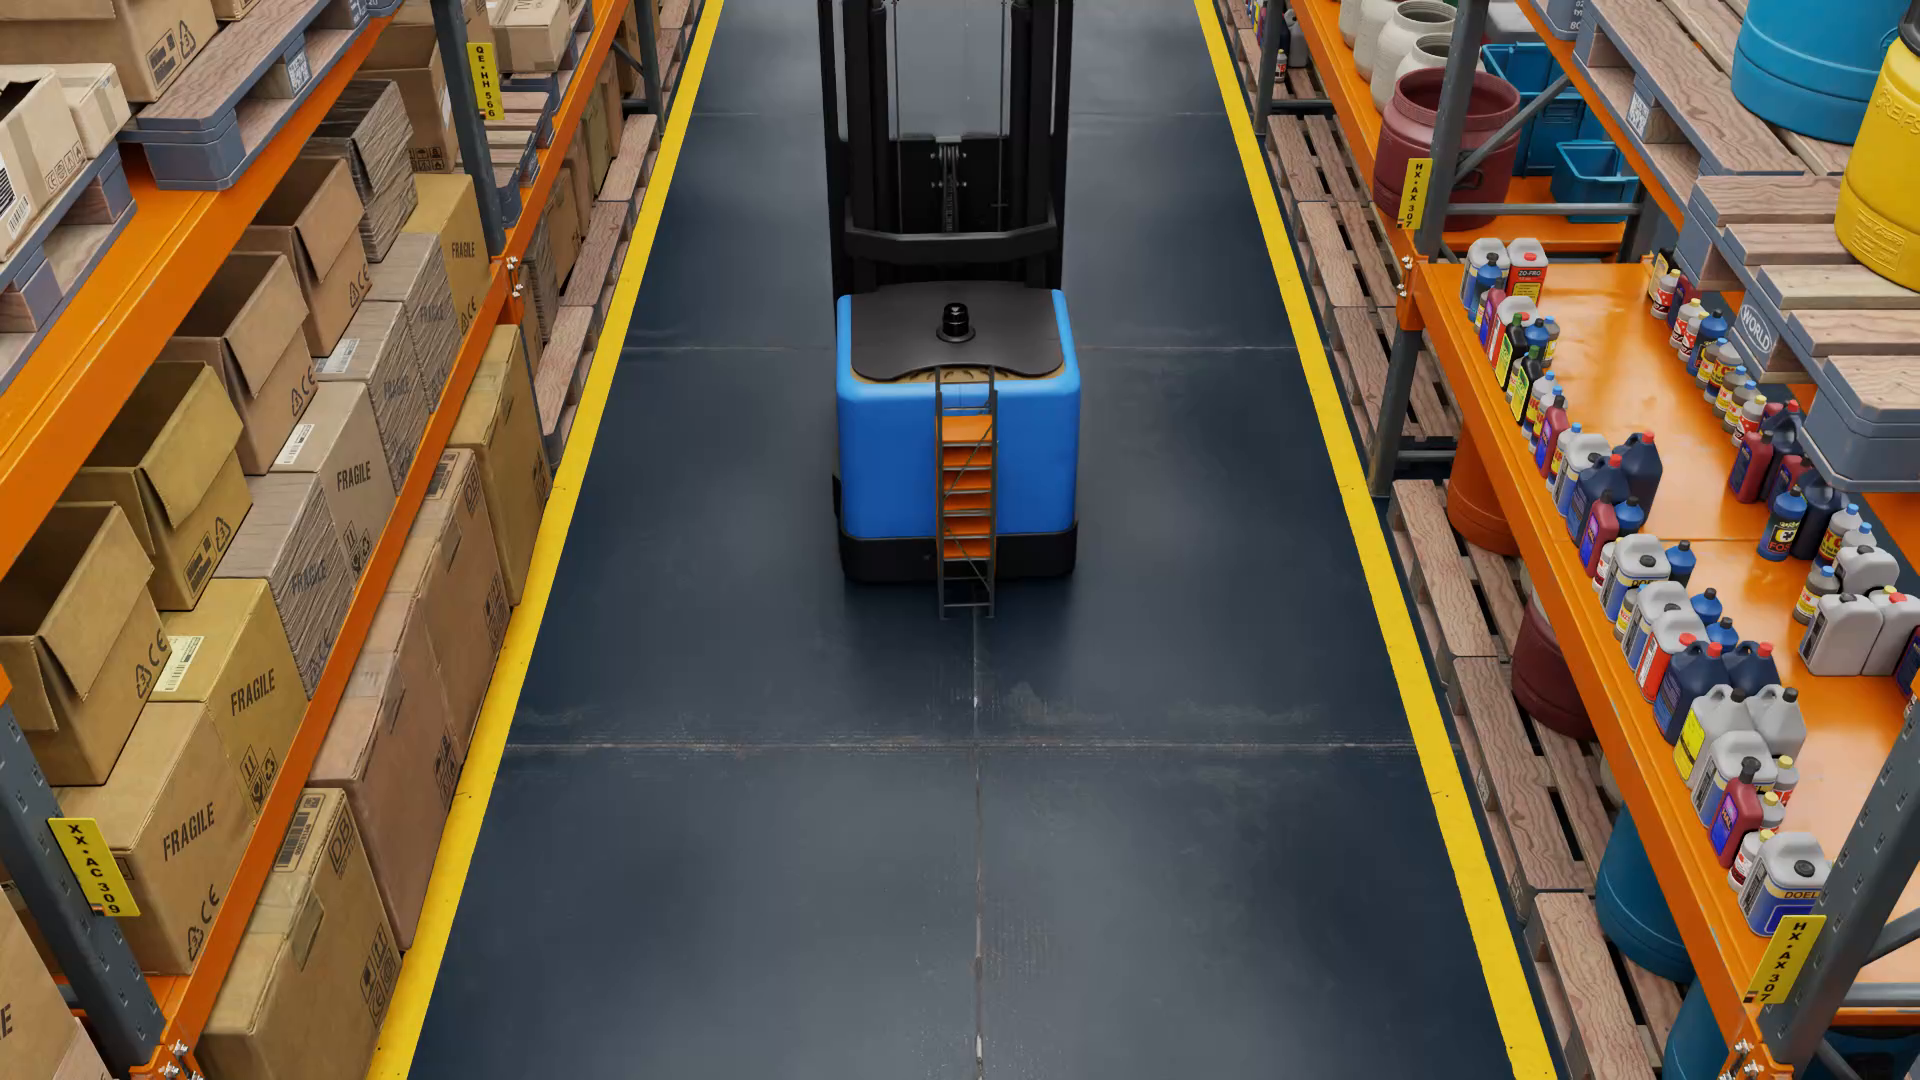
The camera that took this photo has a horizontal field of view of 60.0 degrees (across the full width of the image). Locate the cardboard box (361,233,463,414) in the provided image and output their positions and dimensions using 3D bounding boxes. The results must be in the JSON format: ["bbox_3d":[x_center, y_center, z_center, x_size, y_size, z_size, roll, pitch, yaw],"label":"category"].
[{"bbox_3d":[-2.234,-0.822,6.297,0.500,0.500,0.500,0,39,0],"label":"cardboard box"}]

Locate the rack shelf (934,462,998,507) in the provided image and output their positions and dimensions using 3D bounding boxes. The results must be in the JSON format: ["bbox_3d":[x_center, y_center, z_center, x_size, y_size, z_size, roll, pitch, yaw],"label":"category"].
[{"bbox_3d":[0.024,-0.237,6.965,0.258,0.103,0.180,-2,39,-2],"label":"rack shelf"}]

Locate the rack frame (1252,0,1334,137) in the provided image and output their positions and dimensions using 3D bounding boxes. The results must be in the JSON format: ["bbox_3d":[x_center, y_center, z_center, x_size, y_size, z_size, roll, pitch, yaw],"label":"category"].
[{"bbox_3d":[2.471,-3.908,10.228,1.000,3.000,0.127,0,39,0],"label":"rack frame"}]

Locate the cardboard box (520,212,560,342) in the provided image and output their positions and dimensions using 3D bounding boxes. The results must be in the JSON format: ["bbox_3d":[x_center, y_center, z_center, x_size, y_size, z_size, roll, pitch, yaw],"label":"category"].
[{"bbox_3d":[-2.511,-1.365,8.702,0.700,0.500,0.500,-3,39,-4],"label":"cardboard box"}]

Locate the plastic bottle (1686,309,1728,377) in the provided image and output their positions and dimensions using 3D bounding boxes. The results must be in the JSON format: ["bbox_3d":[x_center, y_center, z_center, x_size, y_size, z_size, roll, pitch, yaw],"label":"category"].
[{"bbox_3d":[2.886,-0.765,6.409,0.097,0.271,0.097,0,39,0],"label":"plastic bottle"}]

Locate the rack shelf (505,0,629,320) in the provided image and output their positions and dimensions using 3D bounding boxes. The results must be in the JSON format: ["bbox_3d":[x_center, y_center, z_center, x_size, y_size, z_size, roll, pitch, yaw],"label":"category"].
[{"bbox_3d":[-2.479,-2.373,8.888,1.077,0.370,4.000,0,39,0],"label":"rack shelf"}]

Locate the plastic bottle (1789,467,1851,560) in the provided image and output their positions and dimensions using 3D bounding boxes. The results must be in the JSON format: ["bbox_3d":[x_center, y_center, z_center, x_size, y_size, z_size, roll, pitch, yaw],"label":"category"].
[{"bbox_3d":[2.863,-0.121,5.542,0.144,0.351,0.185,0,39,0],"label":"plastic bottle"}]

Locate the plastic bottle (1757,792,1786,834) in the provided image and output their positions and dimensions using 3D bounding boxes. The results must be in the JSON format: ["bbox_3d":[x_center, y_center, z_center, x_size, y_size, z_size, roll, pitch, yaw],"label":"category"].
[{"bbox_3d":[2.190,0.770,4.549,0.097,0.201,0.097,0,39,0],"label":"plastic bottle"}]

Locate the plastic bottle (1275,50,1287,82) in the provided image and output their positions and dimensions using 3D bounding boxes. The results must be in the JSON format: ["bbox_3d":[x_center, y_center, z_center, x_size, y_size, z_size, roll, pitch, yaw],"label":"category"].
[{"bbox_3d":[2.159,-3.214,11.248,0.097,0.201,0.097,0,39,0],"label":"plastic bottle"}]

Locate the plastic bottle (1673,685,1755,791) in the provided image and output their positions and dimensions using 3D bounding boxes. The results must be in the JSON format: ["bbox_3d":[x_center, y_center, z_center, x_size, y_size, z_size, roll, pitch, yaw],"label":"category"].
[{"bbox_3d":[2.152,0.540,4.717,0.144,0.351,0.185,0,39,0],"label":"plastic bottle"}]

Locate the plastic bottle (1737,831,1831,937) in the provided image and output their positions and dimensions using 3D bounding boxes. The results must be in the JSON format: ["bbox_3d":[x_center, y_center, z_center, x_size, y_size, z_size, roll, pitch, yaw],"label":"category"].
[{"bbox_3d":[2.157,0.897,4.331,0.152,0.276,0.135,0,39,0],"label":"plastic bottle"}]

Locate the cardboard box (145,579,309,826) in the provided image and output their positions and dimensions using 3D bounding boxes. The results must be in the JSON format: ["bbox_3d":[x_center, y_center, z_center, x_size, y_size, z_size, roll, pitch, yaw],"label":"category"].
[{"bbox_3d":[-2.224,0.457,4.701,0.500,0.500,0.500,0,39,0],"label":"cardboard box"}]

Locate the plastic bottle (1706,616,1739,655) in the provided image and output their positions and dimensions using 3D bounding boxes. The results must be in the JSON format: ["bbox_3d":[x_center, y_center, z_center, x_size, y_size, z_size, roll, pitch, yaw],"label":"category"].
[{"bbox_3d":[2.281,0.343,5.026,0.097,0.271,0.097,0,39,0],"label":"plastic bottle"}]

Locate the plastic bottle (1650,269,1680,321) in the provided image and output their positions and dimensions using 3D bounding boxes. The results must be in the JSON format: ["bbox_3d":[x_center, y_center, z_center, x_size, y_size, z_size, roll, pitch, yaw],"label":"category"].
[{"bbox_3d":[2.885,-1.004,6.763,0.097,0.201,0.097,0,39,0],"label":"plastic bottle"}]

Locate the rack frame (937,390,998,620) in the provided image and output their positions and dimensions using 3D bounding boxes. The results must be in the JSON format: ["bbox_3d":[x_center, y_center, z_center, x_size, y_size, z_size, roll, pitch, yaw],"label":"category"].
[{"bbox_3d":[0.029,-0.120,6.941,0.240,1.200,0.006,-2,39,-2],"label":"rack frame"}]

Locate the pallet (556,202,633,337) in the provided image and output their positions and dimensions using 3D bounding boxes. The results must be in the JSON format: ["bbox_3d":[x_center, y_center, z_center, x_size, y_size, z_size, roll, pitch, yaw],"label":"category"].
[{"bbox_3d":[-2.475,-1.564,9.533,1.003,0.211,1.213,0,39,0],"label":"pallet"}]

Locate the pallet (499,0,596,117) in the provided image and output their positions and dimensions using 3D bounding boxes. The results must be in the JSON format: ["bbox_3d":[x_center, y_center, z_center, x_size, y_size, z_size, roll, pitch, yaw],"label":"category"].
[{"bbox_3d":[-2.520,-2.566,8.707,1.003,0.211,1.213,0,39,0],"label":"pallet"}]

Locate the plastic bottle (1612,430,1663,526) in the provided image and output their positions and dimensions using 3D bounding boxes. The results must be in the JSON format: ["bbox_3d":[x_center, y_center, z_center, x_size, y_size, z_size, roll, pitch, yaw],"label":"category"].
[{"bbox_3d":[2.303,-0.234,5.682,0.144,0.351,0.185,0,39,0],"label":"plastic bottle"}]

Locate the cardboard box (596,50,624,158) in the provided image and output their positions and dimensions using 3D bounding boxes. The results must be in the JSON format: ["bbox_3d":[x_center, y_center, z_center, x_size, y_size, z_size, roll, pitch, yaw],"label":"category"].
[{"bbox_3d":[-2.502,-2.717,10.388,0.700,0.500,0.500,-3,39,-4],"label":"cardboard box"}]

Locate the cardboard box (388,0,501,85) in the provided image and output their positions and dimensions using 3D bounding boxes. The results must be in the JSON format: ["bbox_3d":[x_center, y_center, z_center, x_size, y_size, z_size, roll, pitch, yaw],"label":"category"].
[{"bbox_3d":[-2.618,-2.293,7.796,0.700,0.500,0.500,5,39,7],"label":"cardboard box"}]

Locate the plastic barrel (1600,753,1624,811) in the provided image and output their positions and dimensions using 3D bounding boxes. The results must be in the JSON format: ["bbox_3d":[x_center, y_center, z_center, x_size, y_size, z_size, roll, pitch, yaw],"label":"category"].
[{"bbox_3d":[2.585,0.766,6.050,0.421,0.512,0.421,0,39,0],"label":"plastic barrel"}]

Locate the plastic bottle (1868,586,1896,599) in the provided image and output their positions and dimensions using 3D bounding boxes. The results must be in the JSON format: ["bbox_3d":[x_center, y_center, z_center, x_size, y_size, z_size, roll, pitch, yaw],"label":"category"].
[{"bbox_3d":[2.887,0.231,5.222,0.097,0.201,0.097,0,39,0],"label":"plastic bottle"}]

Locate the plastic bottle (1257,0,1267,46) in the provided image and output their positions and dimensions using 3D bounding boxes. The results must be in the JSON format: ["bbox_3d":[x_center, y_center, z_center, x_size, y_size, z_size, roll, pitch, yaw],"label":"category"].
[{"bbox_3d":[2.140,-3.644,11.719,0.061,0.283,0.133,2,39,3],"label":"plastic bottle"}]

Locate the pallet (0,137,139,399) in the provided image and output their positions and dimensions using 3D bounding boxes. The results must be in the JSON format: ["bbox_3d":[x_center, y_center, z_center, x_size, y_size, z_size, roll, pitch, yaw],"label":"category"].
[{"bbox_3d":[-2.523,-0.571,3.818,0.805,0.209,1.217,-1,39,-2],"label":"pallet"}]

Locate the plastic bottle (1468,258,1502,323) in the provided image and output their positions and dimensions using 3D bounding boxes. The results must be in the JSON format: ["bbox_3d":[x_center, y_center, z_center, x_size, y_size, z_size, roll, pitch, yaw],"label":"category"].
[{"bbox_3d":[2.126,-1.013,6.718,0.097,0.271,0.097,0,39,0],"label":"plastic bottle"}]

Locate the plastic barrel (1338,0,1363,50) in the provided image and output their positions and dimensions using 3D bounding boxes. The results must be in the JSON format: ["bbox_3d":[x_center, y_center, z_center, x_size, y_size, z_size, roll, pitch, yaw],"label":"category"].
[{"bbox_3d":[2.254,-2.904,8.866,0.433,0.535,0.433,0,39,0],"label":"plastic barrel"}]

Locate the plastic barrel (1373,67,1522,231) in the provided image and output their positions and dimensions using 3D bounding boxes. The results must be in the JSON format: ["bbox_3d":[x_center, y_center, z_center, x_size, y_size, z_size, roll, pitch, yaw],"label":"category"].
[{"bbox_3d":[2.173,-1.750,7.426,0.600,0.536,0.708,0,39,0],"label":"plastic barrel"}]

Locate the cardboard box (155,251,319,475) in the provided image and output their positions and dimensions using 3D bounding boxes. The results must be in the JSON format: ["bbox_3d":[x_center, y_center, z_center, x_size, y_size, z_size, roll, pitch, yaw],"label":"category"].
[{"bbox_3d":[-2.487,-0.549,5.155,0.797,0.503,0.637,1,39,1],"label":"cardboard box"}]

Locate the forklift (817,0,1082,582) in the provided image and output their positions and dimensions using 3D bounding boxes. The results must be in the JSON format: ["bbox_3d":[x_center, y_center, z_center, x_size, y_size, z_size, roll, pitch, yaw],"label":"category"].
[{"bbox_3d":[-0.075,-1.860,7.727,1.130,2.935,3.031,-2,39,-2],"label":"forklift"}]

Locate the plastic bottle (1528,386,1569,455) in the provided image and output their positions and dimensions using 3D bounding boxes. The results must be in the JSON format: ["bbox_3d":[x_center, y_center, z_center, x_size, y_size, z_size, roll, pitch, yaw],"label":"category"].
[{"bbox_3d":[2.127,-0.435,5.997,0.097,0.271,0.097,0,39,0],"label":"plastic bottle"}]

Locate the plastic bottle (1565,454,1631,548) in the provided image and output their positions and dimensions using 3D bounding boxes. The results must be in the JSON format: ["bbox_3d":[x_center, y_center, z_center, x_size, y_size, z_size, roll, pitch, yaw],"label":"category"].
[{"bbox_3d":[2.151,-0.149,5.577,0.144,0.351,0.185,0,39,0],"label":"plastic bottle"}]

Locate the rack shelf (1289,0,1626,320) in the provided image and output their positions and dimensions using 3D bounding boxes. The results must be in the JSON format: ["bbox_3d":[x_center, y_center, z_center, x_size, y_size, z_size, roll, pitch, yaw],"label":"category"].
[{"bbox_3d":[2.474,-2.376,8.892,1.077,0.370,4.000,0,39,0],"label":"rack shelf"}]

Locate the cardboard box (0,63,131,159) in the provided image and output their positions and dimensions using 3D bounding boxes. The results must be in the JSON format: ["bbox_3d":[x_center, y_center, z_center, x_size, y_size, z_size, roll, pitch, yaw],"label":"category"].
[{"bbox_3d":[-2.324,-1.069,4.152,0.380,0.149,0.250,-2,39,-2],"label":"cardboard box"}]

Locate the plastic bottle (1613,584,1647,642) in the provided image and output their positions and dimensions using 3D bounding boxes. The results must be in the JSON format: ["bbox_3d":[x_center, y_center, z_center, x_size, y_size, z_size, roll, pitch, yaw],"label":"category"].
[{"bbox_3d":[2.128,0.226,5.229,0.097,0.201,0.097,0,39,0],"label":"plastic bottle"}]

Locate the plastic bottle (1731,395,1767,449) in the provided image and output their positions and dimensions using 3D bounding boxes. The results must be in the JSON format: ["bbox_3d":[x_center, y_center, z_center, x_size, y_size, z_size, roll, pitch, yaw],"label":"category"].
[{"bbox_3d":[2.886,-0.434,6.051,0.097,0.201,0.097,0,39,0],"label":"plastic bottle"}]

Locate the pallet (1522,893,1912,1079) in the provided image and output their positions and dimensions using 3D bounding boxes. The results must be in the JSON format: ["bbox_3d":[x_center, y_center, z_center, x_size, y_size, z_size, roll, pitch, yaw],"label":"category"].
[{"bbox_3d":[2.521,1.700,5.459,1.003,0.211,1.213,0,39,0],"label":"pallet"}]

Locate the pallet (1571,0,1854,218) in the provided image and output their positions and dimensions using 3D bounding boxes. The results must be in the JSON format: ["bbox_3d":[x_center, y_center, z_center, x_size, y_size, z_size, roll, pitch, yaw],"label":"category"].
[{"bbox_3d":[2.378,-1.201,4.603,1.003,0.211,1.213,0,39,0],"label":"pallet"}]

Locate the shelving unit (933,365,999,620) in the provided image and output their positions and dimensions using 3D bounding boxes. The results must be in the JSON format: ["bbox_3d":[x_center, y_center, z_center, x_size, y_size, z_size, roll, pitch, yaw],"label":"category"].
[{"bbox_3d":[0.024,-0.178,7.012,0.258,1.200,0.189,-2,39,-2],"label":"shelving unit"}]

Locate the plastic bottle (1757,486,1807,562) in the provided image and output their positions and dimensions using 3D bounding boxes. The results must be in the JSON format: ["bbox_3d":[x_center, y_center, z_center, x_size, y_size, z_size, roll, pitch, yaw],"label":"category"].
[{"bbox_3d":[2.743,-0.063,5.533,0.097,0.271,0.097,0,39,0],"label":"plastic bottle"}]

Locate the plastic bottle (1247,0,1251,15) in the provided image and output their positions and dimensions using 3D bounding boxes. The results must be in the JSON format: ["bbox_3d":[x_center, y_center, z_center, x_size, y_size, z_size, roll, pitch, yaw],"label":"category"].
[{"bbox_3d":[2.158,-3.979,12.146,0.097,0.271,0.097,0,39,0],"label":"plastic bottle"}]

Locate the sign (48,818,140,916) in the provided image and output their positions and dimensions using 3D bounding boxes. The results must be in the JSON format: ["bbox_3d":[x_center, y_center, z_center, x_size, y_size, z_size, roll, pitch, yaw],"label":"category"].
[{"bbox_3d":[-1.917,0.728,3.687,0.100,0.325,0.005,0,39,0],"label":"sign"}]

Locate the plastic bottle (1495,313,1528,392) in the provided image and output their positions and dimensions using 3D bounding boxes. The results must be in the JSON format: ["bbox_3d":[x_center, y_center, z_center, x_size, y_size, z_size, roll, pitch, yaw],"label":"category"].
[{"bbox_3d":[2.108,-0.717,6.339,0.061,0.283,0.133,0,39,0],"label":"plastic bottle"}]

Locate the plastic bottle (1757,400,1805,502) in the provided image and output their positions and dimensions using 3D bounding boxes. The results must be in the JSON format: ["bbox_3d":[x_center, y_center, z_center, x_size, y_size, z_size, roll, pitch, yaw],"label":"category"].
[{"bbox_3d":[2.863,-0.320,5.790,0.144,0.351,0.185,0,39,0],"label":"plastic bottle"}]

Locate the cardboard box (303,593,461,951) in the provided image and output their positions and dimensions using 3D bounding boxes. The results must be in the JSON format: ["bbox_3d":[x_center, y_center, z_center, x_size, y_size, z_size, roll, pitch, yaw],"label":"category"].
[{"bbox_3d":[-2.495,0.805,5.710,1.225,0.875,0.875,-1,39,-2],"label":"cardboard box"}]

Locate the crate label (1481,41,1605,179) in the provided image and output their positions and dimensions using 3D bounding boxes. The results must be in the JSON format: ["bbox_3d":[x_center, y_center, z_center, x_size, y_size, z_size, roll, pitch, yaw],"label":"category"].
[{"bbox_3d":[2.745,-2.042,7.871,0.502,0.435,0.616,0,39,0],"label":"crate label"}]
